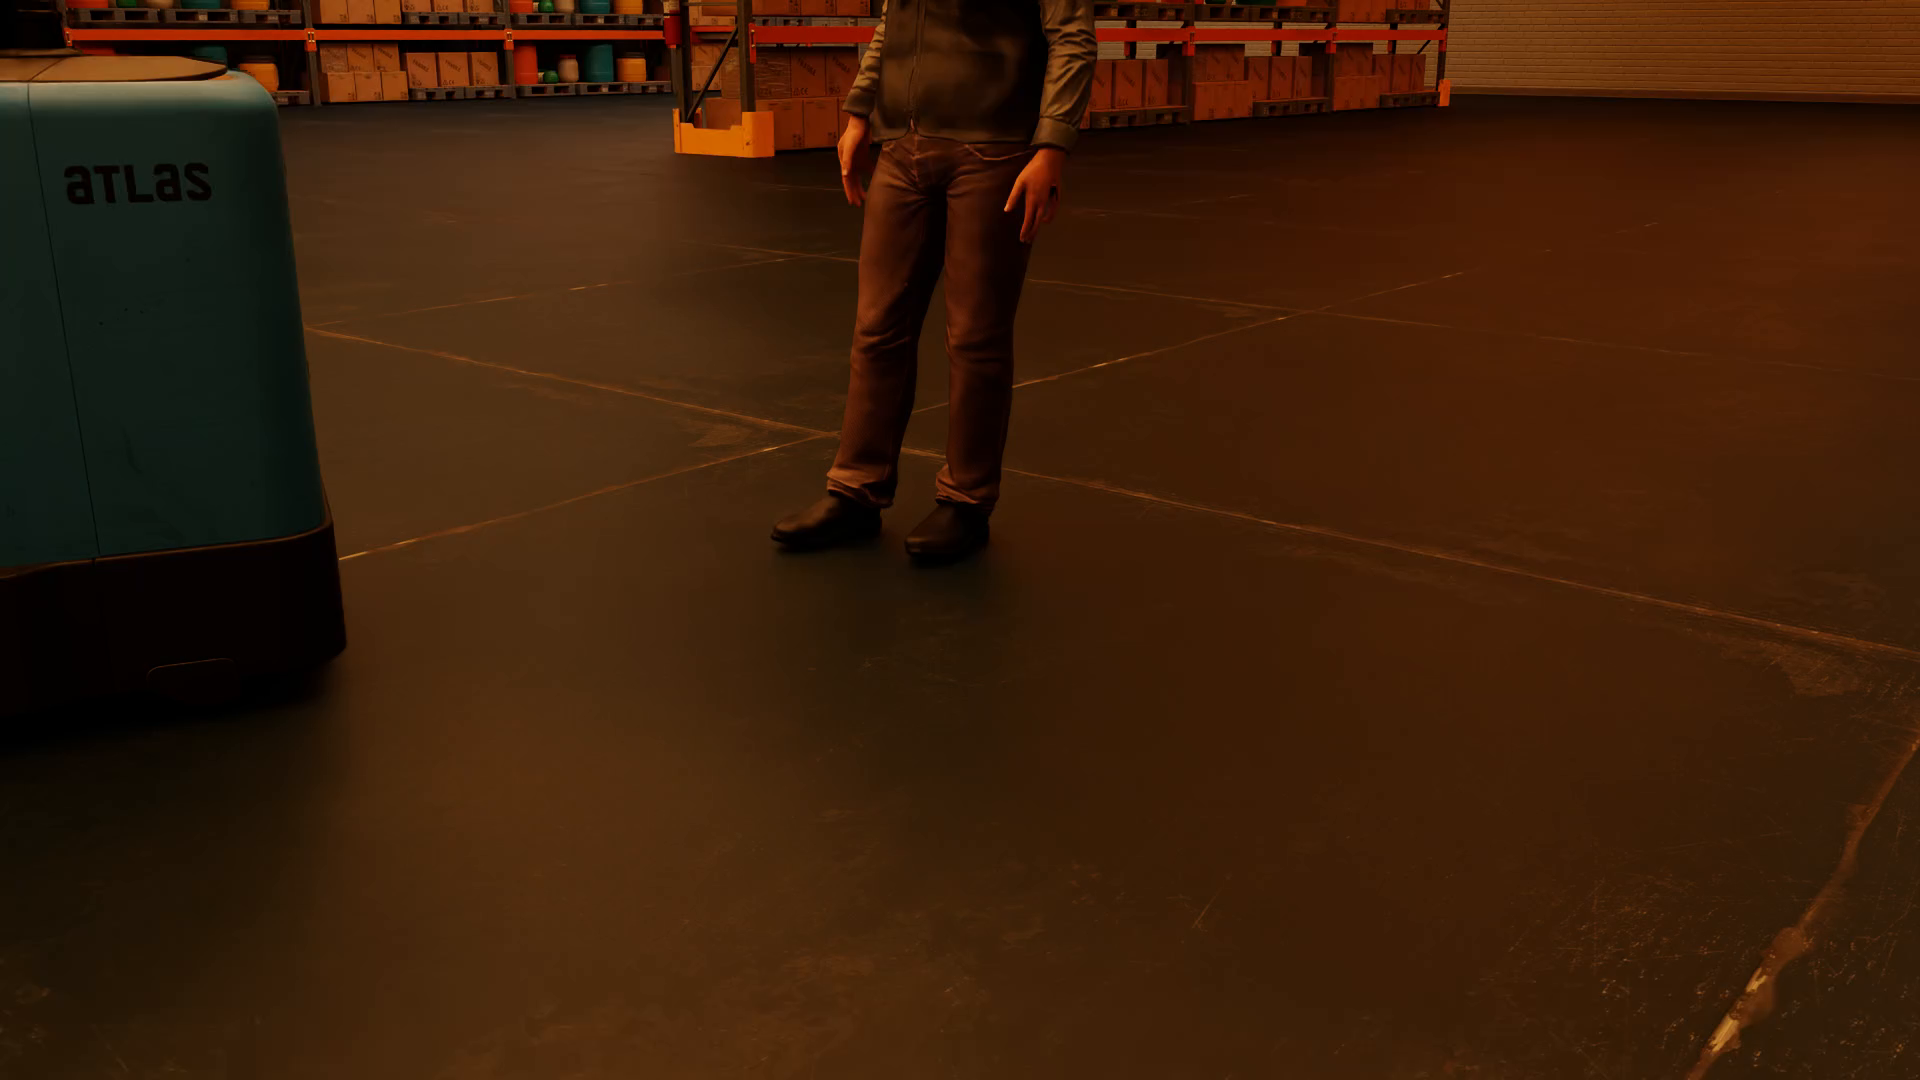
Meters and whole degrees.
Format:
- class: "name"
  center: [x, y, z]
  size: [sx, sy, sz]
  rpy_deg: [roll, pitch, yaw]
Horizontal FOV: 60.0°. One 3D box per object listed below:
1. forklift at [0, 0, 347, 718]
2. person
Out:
- class: "forklift"
  center: [-2.688, -1.080, 2.453]
  size: [3.031, 2.935, 1.130]
  rpy_deg: [-7, 18, -22]
- class: "person"
  center: [-0.046, -0.818, 3.649]
  size: [0.632, 1.720, 0.568]
  rpy_deg: [13, 21, 37]
